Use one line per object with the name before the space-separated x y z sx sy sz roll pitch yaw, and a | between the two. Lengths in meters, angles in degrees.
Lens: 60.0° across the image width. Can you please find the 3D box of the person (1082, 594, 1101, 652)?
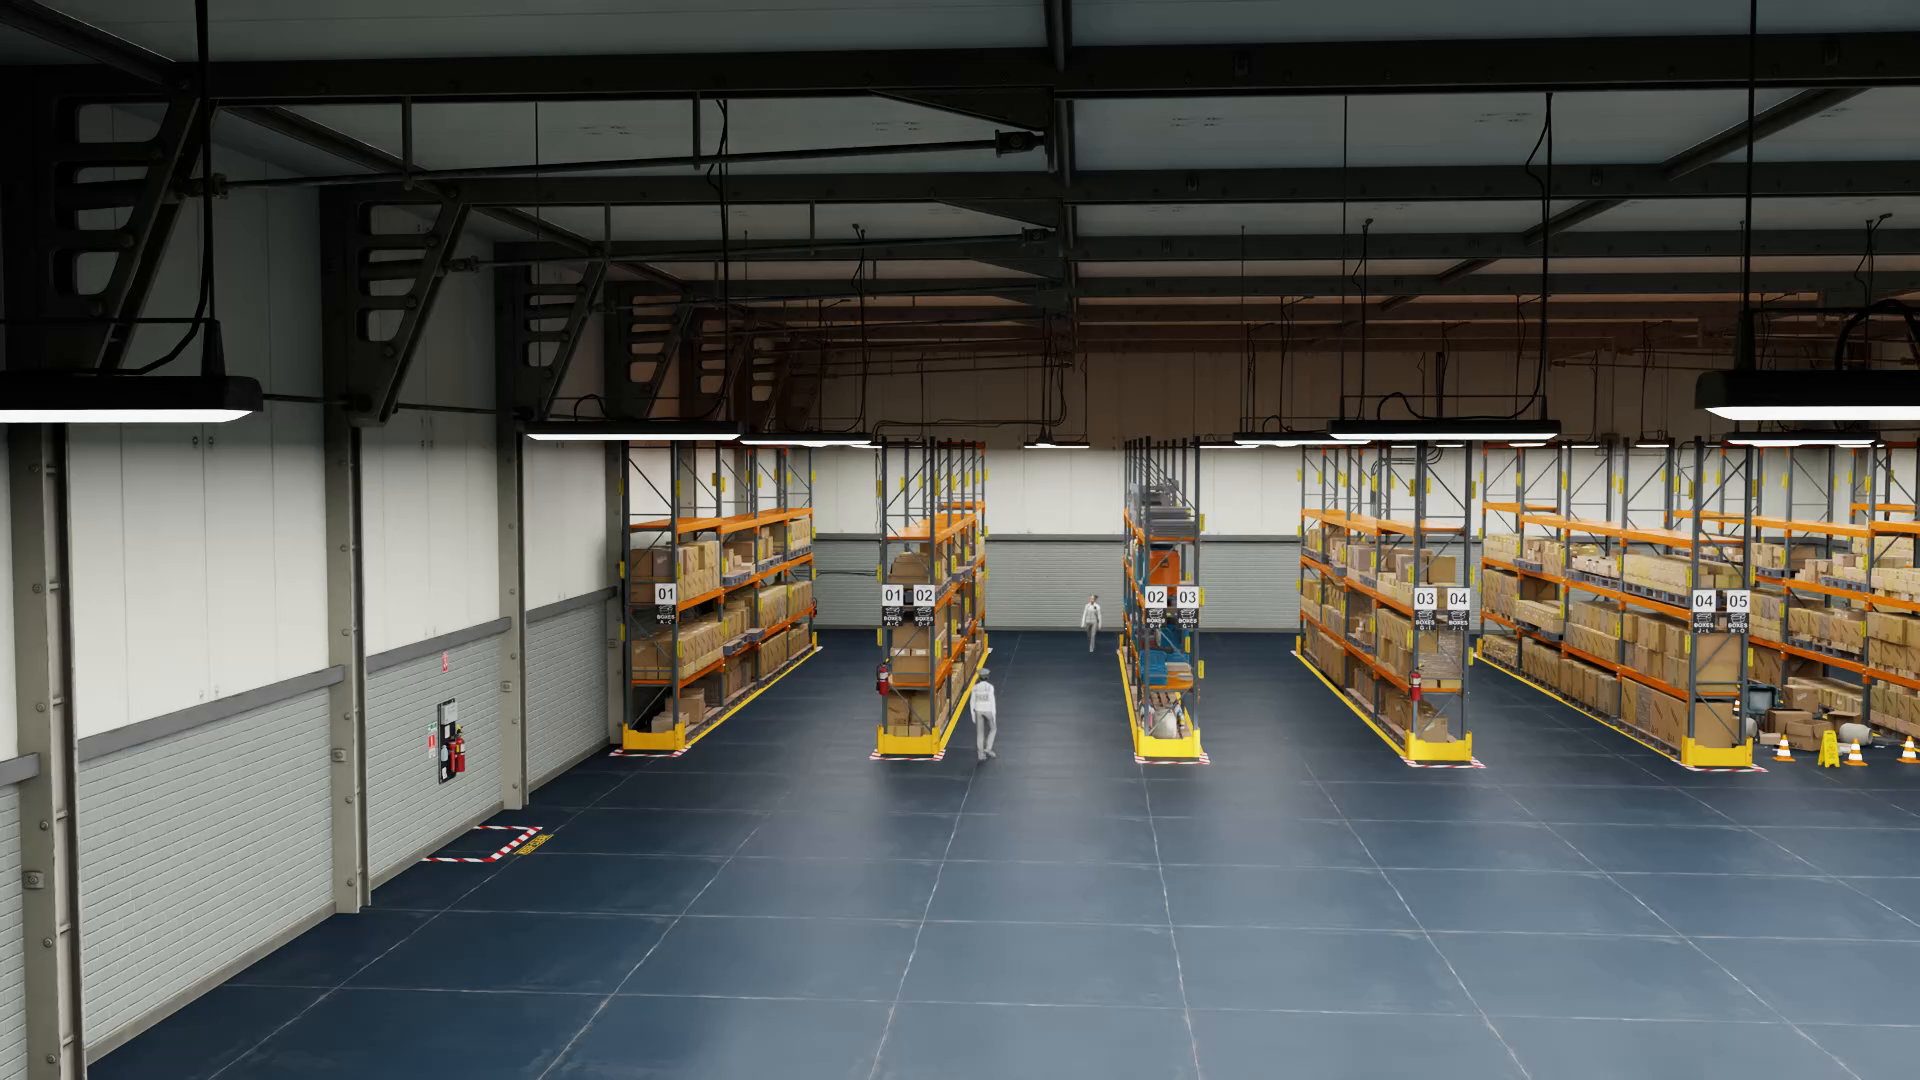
person | 3.760 2.351 47.445 0.537 1.642 0.982 1 3 19

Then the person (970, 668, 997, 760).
person | 0.435 3.222 30.843 0.513 1.669 0.461 1 3 17

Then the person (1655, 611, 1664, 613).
person | 18.023 2.621 42.712 0.453 1.693 0.558 -1 3 -21

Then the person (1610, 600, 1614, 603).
person | 17.964 2.450 45.930 0.979 1.580 0.475 2 4 32
